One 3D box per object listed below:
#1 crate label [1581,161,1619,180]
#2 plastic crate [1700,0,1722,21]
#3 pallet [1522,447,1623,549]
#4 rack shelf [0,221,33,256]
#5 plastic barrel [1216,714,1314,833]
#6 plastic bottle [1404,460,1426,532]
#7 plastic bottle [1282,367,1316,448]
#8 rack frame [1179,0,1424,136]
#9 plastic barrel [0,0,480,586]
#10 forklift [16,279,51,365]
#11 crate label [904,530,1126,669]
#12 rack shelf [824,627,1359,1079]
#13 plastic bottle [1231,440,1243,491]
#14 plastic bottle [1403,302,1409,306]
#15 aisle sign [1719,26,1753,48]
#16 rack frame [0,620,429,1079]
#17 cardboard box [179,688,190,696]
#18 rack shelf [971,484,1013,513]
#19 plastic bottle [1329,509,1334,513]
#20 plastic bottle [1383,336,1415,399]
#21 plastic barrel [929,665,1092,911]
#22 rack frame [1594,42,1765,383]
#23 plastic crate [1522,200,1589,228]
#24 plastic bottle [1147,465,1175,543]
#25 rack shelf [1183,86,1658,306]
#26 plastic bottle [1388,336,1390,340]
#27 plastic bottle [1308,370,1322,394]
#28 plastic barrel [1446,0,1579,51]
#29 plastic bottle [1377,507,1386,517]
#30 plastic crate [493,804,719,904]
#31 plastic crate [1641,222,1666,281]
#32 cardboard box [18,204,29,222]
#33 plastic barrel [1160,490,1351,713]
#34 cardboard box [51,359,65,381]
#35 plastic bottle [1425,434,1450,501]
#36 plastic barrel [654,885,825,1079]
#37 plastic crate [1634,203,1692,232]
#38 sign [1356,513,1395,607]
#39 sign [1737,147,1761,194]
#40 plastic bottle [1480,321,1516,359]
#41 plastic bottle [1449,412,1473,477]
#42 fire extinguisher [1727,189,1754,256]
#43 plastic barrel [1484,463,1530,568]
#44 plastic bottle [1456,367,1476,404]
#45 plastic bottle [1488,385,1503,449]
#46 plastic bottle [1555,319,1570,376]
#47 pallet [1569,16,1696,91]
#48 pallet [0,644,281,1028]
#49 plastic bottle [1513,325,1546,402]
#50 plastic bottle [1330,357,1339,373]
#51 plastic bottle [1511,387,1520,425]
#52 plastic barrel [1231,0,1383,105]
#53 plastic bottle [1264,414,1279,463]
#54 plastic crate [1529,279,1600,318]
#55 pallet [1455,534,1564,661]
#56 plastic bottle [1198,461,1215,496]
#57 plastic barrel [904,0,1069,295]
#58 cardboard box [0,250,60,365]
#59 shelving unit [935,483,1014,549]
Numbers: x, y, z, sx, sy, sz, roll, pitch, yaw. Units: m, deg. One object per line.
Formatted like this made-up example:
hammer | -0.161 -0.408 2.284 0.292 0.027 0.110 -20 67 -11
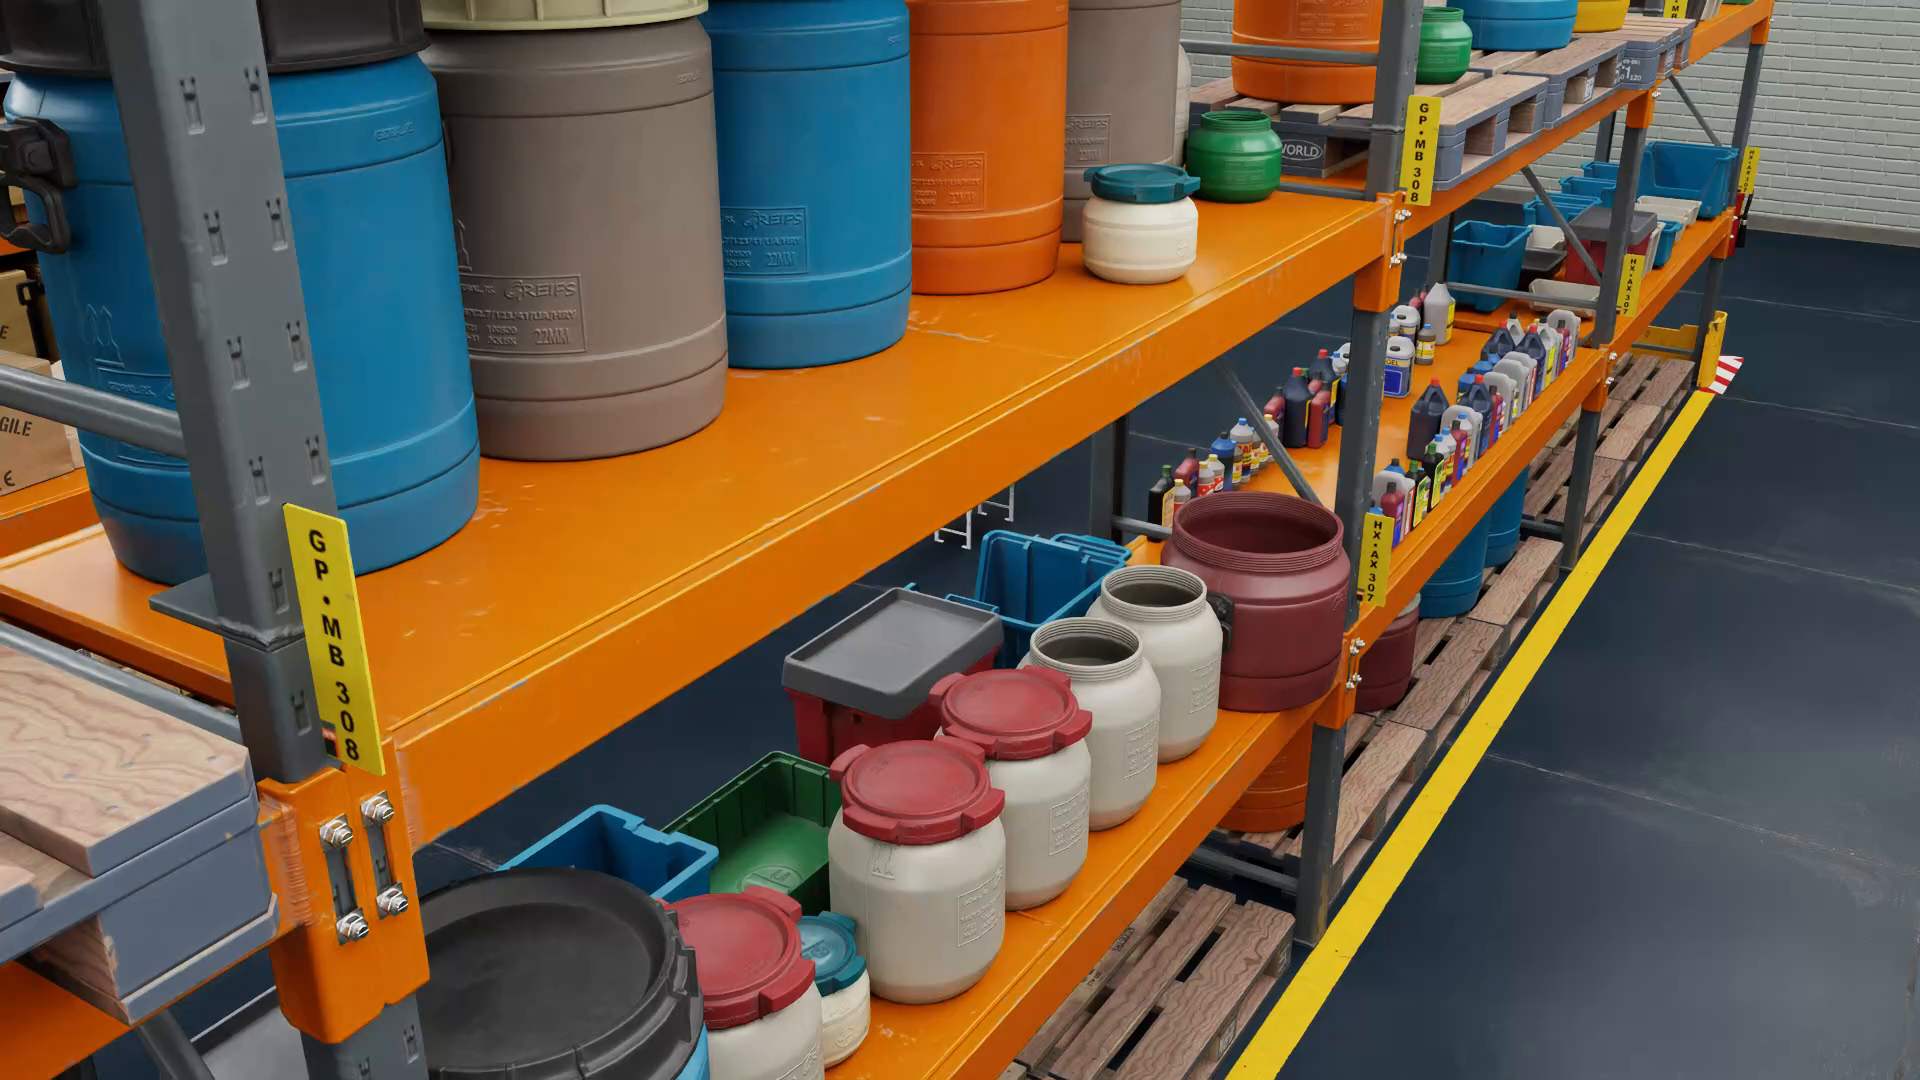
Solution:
crate label | 4.740 -2.606 12.130 0.416 0.233 0.303 14 27 29
plastic crate | 4.270 -3.176 9.867 0.437 0.136 0.530 14 27 29
pallet | 3.395 -0.297 10.169 1.003 0.211 1.213 14 27 29
rack shelf | -6.432 -2.391 12.403 1.077 0.370 4.000 14 27 29
plastic barrel | 1.173 0.665 6.642 0.600 0.830 0.708 14 27 29
plastic bottle | 1.786 -0.187 6.552 0.061 0.283 0.133 14 27 29
plastic bottle | 1.503 -0.604 7.431 0.144 0.351 0.185 14 27 29
rack frame | 0.930 -2.723 4.713 1.000 3.000 0.127 14 27 29
plastic barrel | -1.096 -0.444 2.592 0.600 0.901 0.708 14 27 29
forklift | -4.977 -1.616 9.794 1.130 2.935 3.031 13 27 28
crate label | 0.176 0.292 5.254 0.502 0.435 0.616 14 27 29
rack shelf | -0.125 1.035 4.488 1.077 0.370 4.000 14 27 29
plastic bottle | 1.133 -0.316 6.955 0.097 0.201 0.097 0 23 0
plastic bottle | 2.317 -1.106 8.691 0.097 0.271 0.097 0 23 0
aisle sign | 5.436 -3.826 11.540 0.394 0.787 0.004 14 27 29
rack frame | -1.180 1.380 2.786 1.000 3.000 0.127 14 27 29
cardboard box | -3.616 0.463 7.837 0.500 0.250 0.500 14 27 28
rack shelf | 0.087 -0.328 9.761 0.258 0.148 0.480 14 27 29
plastic bottle | 1.303 -0.023 6.184 0.152 0.276 0.135 14 27 29
plastic bottle | 2.113 -0.842 8.076 0.152 0.276 0.135 14 27 29
plastic barrel | 0.126 0.647 4.308 0.433 0.535 0.433 0 23 0
rack frame | 5.150 -2.670 12.142 1.000 3.000 0.127 14 27 29
plastic crate | 3.887 -2.061 10.870 0.416 0.233 0.300 14 27 29
plastic bottle | 0.781 -0.142 6.450 0.061 0.283 0.133 14 27 29
rack shelf | 1.985 -1.691 7.011 1.077 0.370 4.000 14 27 29
plastic bottle | 2.143 -0.963 8.448 0.097 0.201 0.097 0 23 0
plastic bottle | 1.603 -0.623 7.560 0.061 0.283 0.133 14 27 29
plastic barrel | 2.269 -2.511 6.840 0.600 0.901 0.708 14 27 29
plastic bottle | 1.568 -0.023 6.278 0.097 0.201 0.097 0 23 0
plastic crate | -0.863 0.950 3.800 0.392 0.384 0.575 14 27 29
plastic crate | 4.002 -1.770 10.136 0.437 0.282 0.530 14 27 29
cardboard box | -6.607 -2.358 11.712 0.380 0.149 0.250 15 27 30
plastic barrel | 0.942 0.188 5.369 0.600 0.536 0.708 14 27 29
cardboard box | -3.913 -0.707 7.720 0.500 0.311 0.500 14 27 28
plastic bottle | 1.953 -0.302 6.833 0.097 0.271 0.097 0 23 0
plastic barrel | -0.489 1.041 3.399 0.433 0.535 0.433 0 23 0
plastic crate | 4.708 -2.169 11.240 0.396 0.136 0.243 14 27 29
sign | 1.401 0.068 5.612 0.100 0.325 0.005 14 27 29
sign | 5.625 -2.635 11.856 0.100 0.325 0.005 14 27 29
plastic bottle | 2.613 -0.886 8.084 0.144 0.351 0.185 14 27 29
plastic bottle | 2.126 -0.412 7.089 0.097 0.271 0.097 0 23 0
fire extinguisher | 5.615 -2.419 12.129 0.296 0.674 0.183 14 27 29
plastic barrel | 2.738 -0.370 8.941 0.600 0.901 0.708 14 27 29
plastic bottle | 2.338 -0.663 7.667 0.097 0.271 0.097 0 23 0
plastic bottle | 2.371 -0.561 7.417 0.061 0.283 0.133 14 27 29
plastic bottle | 3.023 -0.978 8.380 0.061 0.283 0.133 14 27 29
pallet | 2.709 -2.325 7.807 1.213 0.211 1.003 14 27 29
pallet | -1.478 0.354 1.618 1.213 0.211 1.003 14 27 29
plastic bottle | 2.735 -0.856 8.014 0.144 0.351 0.185 14 27 29
plastic bottle | 1.725 -0.727 7.817 0.097 0.271 0.097 0 23 0
plastic bottle | 2.539 -0.644 7.713 0.097 0.201 0.097 0 23 0
plastic barrel | 1.232 -1.927 5.581 0.600 0.830 0.708 14 27 29
plastic bottle | 1.338 -0.448 7.258 0.097 0.201 0.097 0 23 0
plastic crate | 3.406 -1.354 9.358 0.396 0.136 0.243 14 27 29
pallet | 2.597 0.211 8.996 1.003 0.211 1.213 14 27 29
plastic bottle | 0.979 -0.218 6.727 0.097 0.201 0.097 0 23 0
plastic barrel | -0.033 -1.091 4.178 0.600 0.830 0.708 14 27 29
cardboard box | -6.520 -1.767 12.234 0.750 0.750 0.750 14 27 29
shelving unit | 0.087 -0.606 9.641 0.258 1.200 0.503 14 27 29
